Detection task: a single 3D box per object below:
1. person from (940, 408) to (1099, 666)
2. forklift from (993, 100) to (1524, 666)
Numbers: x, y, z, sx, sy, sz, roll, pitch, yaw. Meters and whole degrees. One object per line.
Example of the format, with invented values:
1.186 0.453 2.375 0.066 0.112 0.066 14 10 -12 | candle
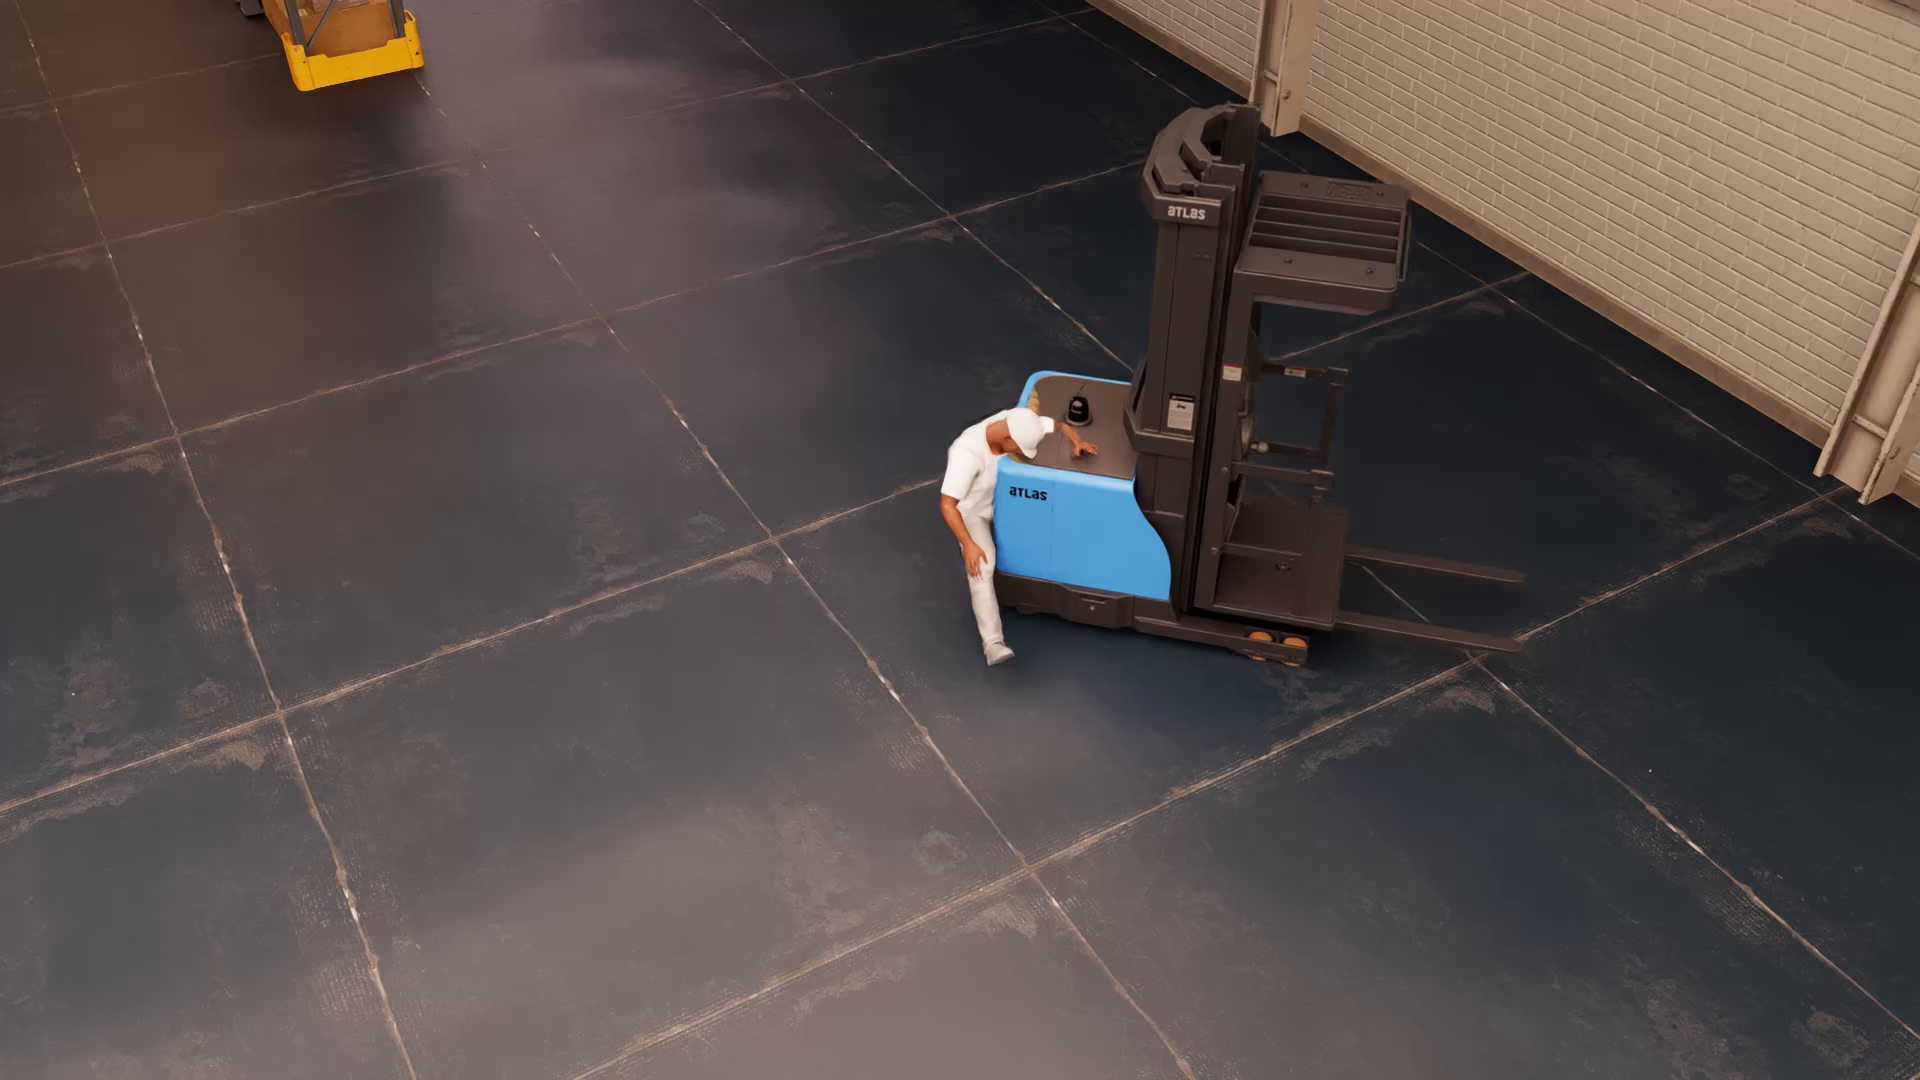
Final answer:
0.322 -0.132 9.407 1.082 1.415 1.121 -25 46 -27 | person
1.750 -0.787 8.985 3.031 2.935 1.130 9 41 11 | forklift
